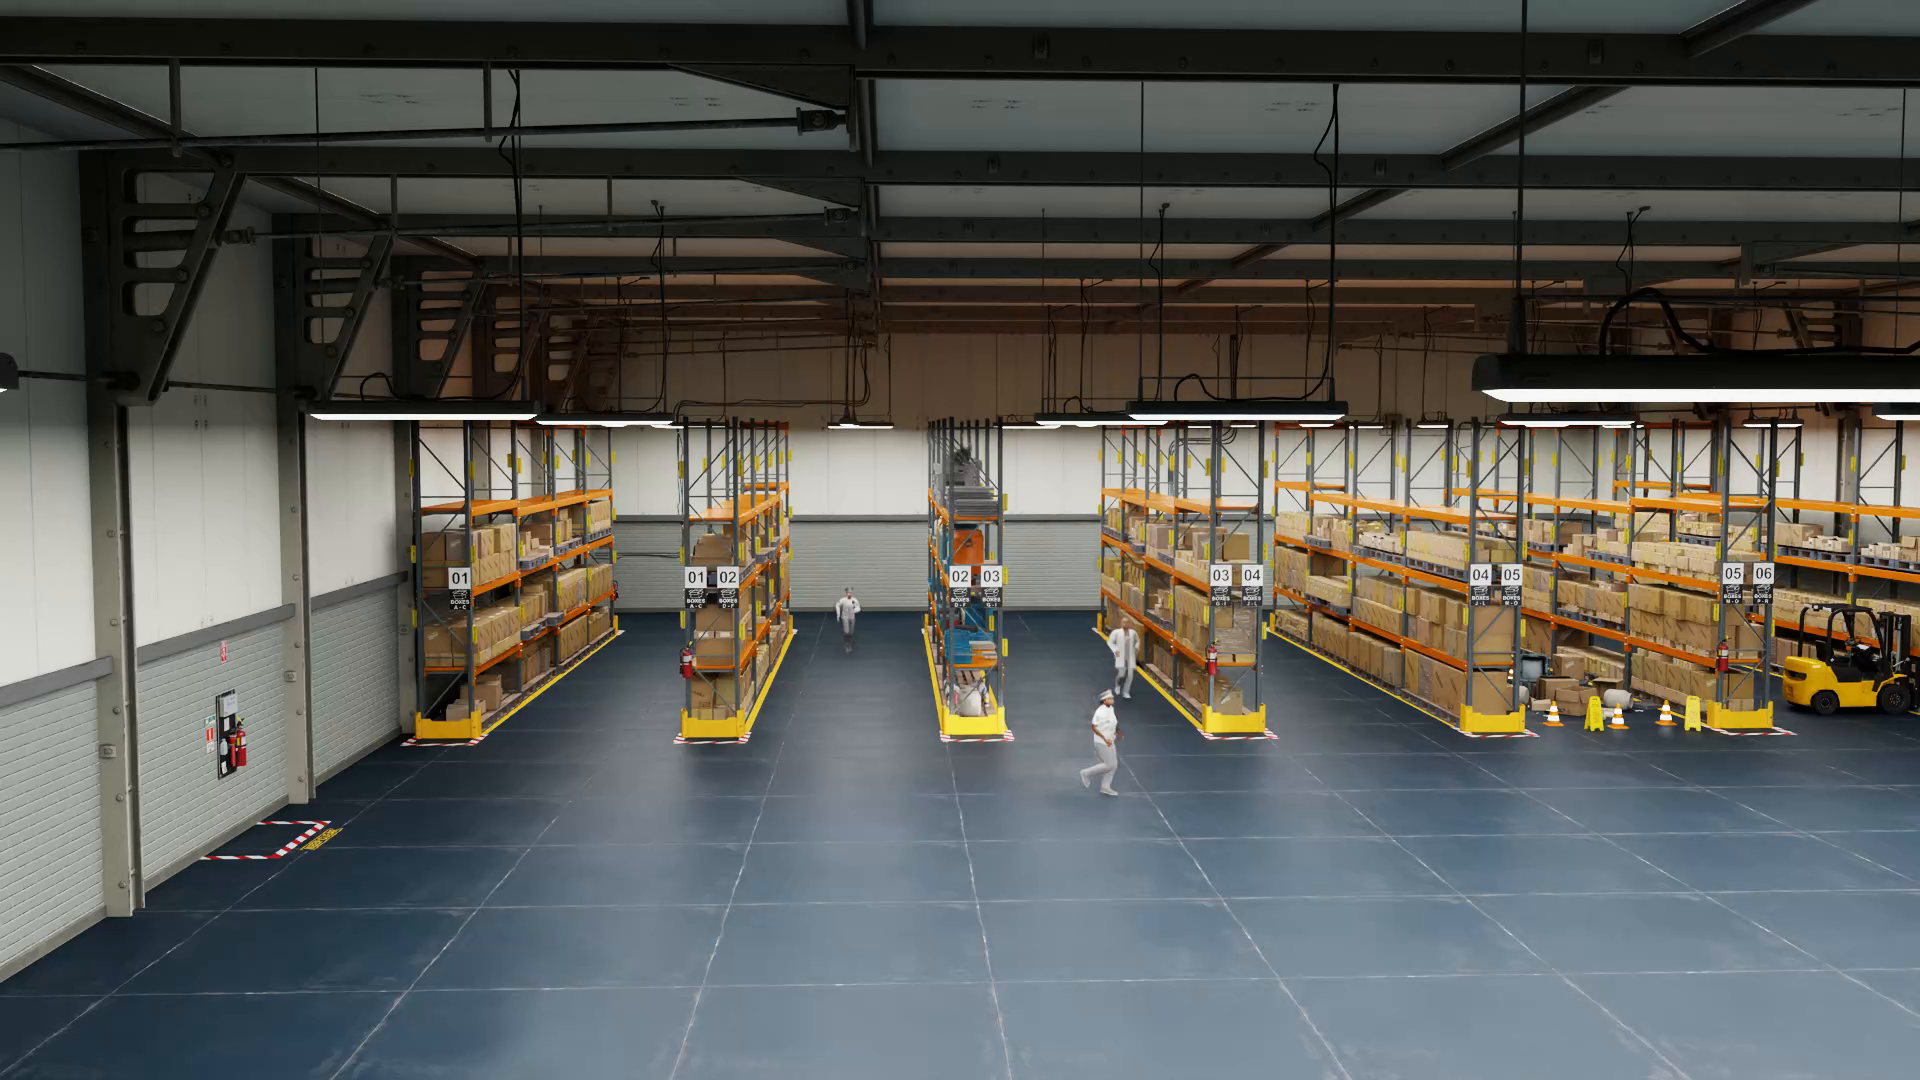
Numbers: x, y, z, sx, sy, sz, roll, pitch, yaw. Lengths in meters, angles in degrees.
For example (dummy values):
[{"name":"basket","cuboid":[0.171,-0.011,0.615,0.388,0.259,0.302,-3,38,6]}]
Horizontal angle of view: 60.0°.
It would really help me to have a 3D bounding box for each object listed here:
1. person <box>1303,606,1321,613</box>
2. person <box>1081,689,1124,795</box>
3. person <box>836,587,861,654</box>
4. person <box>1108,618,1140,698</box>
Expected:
[{"name":"person","cuboid":[10.384,1.671,48.930,0.789,1.670,0.673,0,4,2]},{"name":"person","cuboid":[2.262,3.186,26.321,0.609,1.674,0.576,2,4,27]},{"name":"person","cuboid":[-2.870,2.081,42.980,0.573,1.738,0.789,-1,4,-15]},{"name":"person","cuboid":[3.546,2.527,35.673,0.708,1.726,0.660,-1,4,-10]}]
